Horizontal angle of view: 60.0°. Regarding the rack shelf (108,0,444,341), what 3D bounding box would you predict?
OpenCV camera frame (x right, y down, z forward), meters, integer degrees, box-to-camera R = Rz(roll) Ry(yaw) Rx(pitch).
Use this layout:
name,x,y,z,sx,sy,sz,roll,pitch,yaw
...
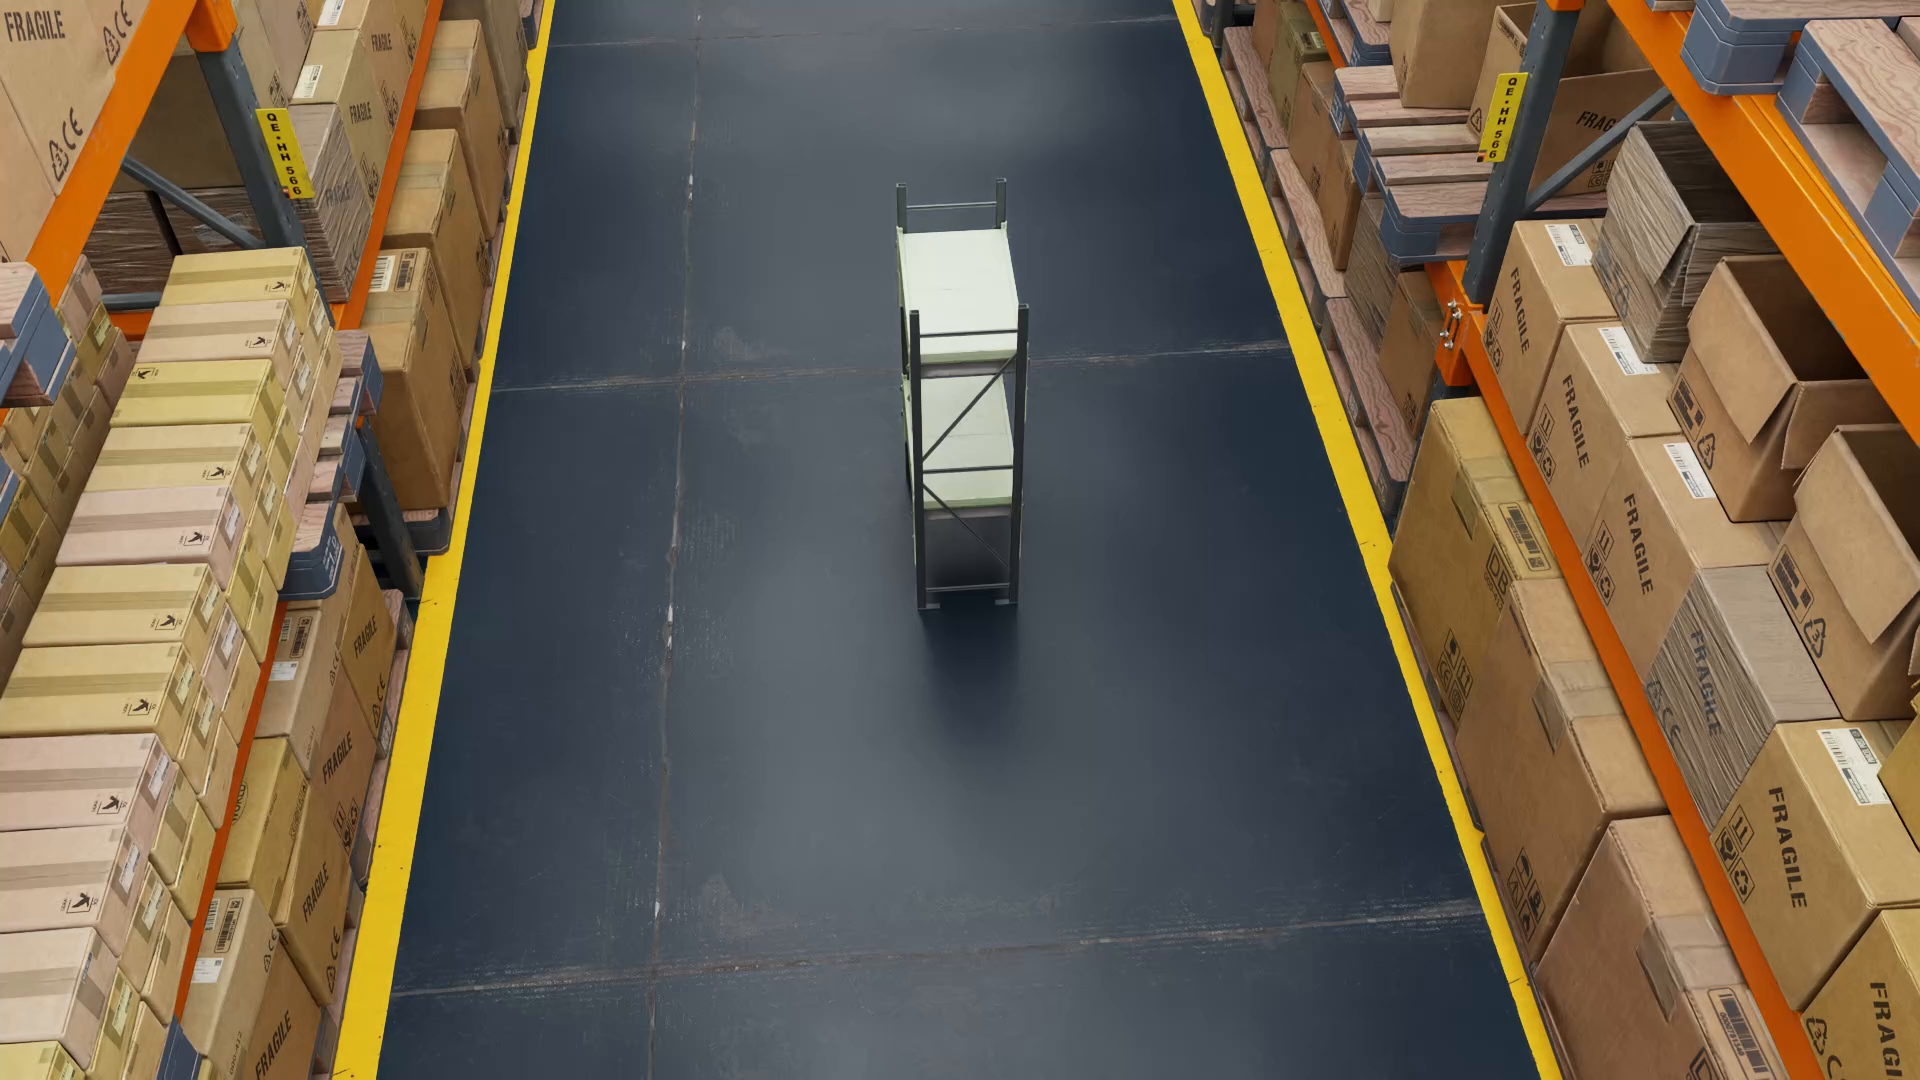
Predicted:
name,x,y,z,sx,sy,sz,roll,pitch,yaw
rack shelf,-2.828,-2.000,7.210,1.077,0.370,4.000,-3,47,-3

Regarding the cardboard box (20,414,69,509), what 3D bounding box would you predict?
name,x,y,z,sx,sy,sz,roll,pitch,yaw
cardboard box,-2.770,-0.210,4.698,0.380,0.149,0.250,-5,47,-5

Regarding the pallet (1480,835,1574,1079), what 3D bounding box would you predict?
name,x,y,z,sx,sy,sz,roll,pitch,yaw
pallet,2.380,1.386,5.429,1.003,0.211,1.213,-3,47,-3

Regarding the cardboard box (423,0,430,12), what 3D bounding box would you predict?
name,x,y,z,sx,sy,sz,roll,pitch,yaw
cardboard box,-2.601,-2.636,7.248,0.500,0.500,0.500,-3,47,-3

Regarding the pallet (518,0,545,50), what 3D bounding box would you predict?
name,x,y,z,sx,sy,sz,roll,pitch,yaw
pallet,-2.981,-3.290,9.857,1.003,0.211,1.213,-3,47,-3

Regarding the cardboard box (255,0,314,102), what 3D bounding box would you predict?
name,x,y,z,sx,sy,sz,roll,pitch,yaw
cardboard box,-2.732,-1.870,5.834,0.700,0.500,0.500,-4,47,-4

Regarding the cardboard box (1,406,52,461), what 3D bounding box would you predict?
name,x,y,z,sx,sy,sz,roll,pitch,yaw
cardboard box,-2.774,-0.345,4.621,0.380,0.149,0.250,-4,47,-4

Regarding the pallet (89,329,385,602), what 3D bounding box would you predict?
name,x,y,z,sx,sy,sz,roll,pitch,yaw
pallet,-2.495,-0.225,5.166,1.213,0.211,1.003,-3,47,-3

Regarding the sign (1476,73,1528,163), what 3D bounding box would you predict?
name,x,y,z,sx,sy,sz,roll,pitch,yaw
sign,1.750,-1.360,5.365,0.100,0.325,0.005,-3,47,-3

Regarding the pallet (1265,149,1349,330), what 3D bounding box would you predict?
name,x,y,z,sx,sy,sz,roll,pitch,yaw
pallet,2.127,-1.516,8.177,1.003,0.211,1.213,-3,47,-3

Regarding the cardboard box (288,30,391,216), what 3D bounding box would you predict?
name,x,y,z,sx,sy,sz,roll,pitch,yaw
cardboard box,-2.475,-1.544,6.214,0.500,0.500,0.500,-4,47,-4

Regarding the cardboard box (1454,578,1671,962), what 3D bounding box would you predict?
name,x,y,z,sx,sy,sz,roll,pitch,yaw
cardboard box,2.394,0.704,5.328,1.225,0.875,0.875,-3,47,-3

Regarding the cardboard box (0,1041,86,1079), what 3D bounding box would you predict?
name,x,y,z,sx,sy,sz,roll,pitch,yaw
cardboard box,-1.949,1.131,3.223,0.380,0.149,0.250,-3,47,-3

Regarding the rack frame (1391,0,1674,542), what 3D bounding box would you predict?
name,x,y,z,sx,sy,sz,roll,pitch,yaw
rack frame,2.290,-1.029,5.795,1.000,3.000,0.127,-3,47,-3

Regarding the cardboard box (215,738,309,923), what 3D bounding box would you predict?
name,x,y,z,sx,sy,sz,roll,pitch,yaw
cardboard box,-2.262,0.869,4.913,0.500,0.250,0.500,-2,47,-2

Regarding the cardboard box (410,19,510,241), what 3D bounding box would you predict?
name,x,y,z,sx,sy,sz,roll,pitch,yaw
cardboard box,-2.777,-1.923,7.902,1.050,0.750,0.750,-3,47,-3

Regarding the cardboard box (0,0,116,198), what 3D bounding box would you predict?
name,x,y,z,sx,sy,sz,roll,pitch,yaw
cardboard box,-2.305,-1.107,3.735,0.500,0.500,0.500,-3,47,-3

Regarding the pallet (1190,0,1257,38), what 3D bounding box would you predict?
name,x,y,z,sx,sy,sz,roll,pitch,yaw
pallet,1.864,-3.448,10.006,1.003,0.211,1.213,-3,47,-3

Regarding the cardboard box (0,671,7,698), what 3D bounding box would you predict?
name,x,y,z,sx,sy,sz,roll,pitch,yaw
cardboard box,-2.711,0.437,4.291,0.380,0.149,0.250,-3,47,-3

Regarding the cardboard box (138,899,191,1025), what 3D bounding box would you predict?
name,x,y,z,sx,sy,sz,roll,pitch,yaw
cardboard box,-1.988,0.976,3.780,0.380,0.149,0.250,-5,47,-5

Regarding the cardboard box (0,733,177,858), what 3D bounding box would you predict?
name,x,y,z,sx,sy,sz,roll,pitch,yaw
cardboard box,-2.010,0.583,3.743,0.380,0.149,0.250,-2,47,-2

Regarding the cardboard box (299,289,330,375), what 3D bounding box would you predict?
name,x,y,z,sx,sy,sz,roll,pitch,yaw
cardboard box,-2.166,-0.631,5.097,0.380,0.149,0.250,-3,47,-2

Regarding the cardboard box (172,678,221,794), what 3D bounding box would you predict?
name,x,y,z,sx,sy,sz,roll,pitch,yaw
cardboard box,-2.034,0.489,4.036,0.380,0.149,0.250,-4,47,-4

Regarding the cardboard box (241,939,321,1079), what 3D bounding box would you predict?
name,x,y,z,sx,sy,sz,roll,pitch,yaw
cardboard box,-2.227,1.497,4.835,0.500,0.500,0.500,-3,47,-3

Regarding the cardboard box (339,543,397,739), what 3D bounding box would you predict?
name,x,y,z,sx,sy,sz,roll,pitch,yaw
cardboard box,-2.345,0.375,5.898,0.500,0.500,0.500,-4,47,-3

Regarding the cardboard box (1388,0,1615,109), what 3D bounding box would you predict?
name,x,y,z,sx,sy,sz,roll,pitch,yaw
cardboard box,2.059,-1.993,6.350,0.700,0.500,0.500,3,47,3

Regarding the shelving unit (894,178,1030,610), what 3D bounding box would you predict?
name,x,y,z,sx,sy,sz,roll,pitch,yaw
shelving unit,-0.001,-0.521,6.347,0.431,1.500,0.755,-3,47,-3

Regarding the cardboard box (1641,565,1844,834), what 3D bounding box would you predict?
name,x,y,z,sx,sy,sz,roll,pitch,yaw
cardboard box,2.192,0.410,4.363,0.500,0.500,0.500,-3,47,-3

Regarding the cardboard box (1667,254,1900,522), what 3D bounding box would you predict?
name,x,y,z,sx,sy,sz,roll,pitch,yaw
cardboard box,2.387,-0.406,4.446,0.797,0.503,0.637,-3,47,-2

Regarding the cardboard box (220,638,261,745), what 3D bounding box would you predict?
name,x,y,z,sx,sy,sz,roll,pitch,yaw
cardboard box,-2.059,0.399,4.326,0.380,0.149,0.250,-2,47,-2

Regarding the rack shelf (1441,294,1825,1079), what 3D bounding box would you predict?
name,x,y,z,sx,sy,sz,roll,pitch,yaw
rack shelf,2.458,0.666,4.685,1.077,0.370,4.000,-3,47,-3

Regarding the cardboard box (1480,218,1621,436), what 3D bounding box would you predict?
name,x,y,z,sx,sy,sz,roll,pitch,yaw
cardboard box,2.060,-0.695,5.410,0.500,0.500,0.500,-2,47,-2

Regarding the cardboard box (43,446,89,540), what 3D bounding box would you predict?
name,x,y,z,sx,sy,sz,roll,pitch,yaw
cardboard box,-2.779,-0.133,4.830,0.380,0.149,0.250,-1,47,-1

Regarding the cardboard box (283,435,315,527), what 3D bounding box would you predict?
name,x,y,z,sx,sy,sz,roll,pitch,yaw
cardboard box,-2.120,-0.163,4.859,0.380,0.149,0.250,-3,47,-3

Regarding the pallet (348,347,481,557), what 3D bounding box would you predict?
name,x,y,z,sx,sy,sz,roll,pitch,yaw
pallet,-2.652,-0.416,7.135,1.003,0.211,1.213,-3,47,-3

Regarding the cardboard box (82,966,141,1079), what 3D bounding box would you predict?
name,x,y,z,sx,sy,sz,roll,pitch,yaw
cardboard box,-1.969,1.058,3.497,0.380,0.149,0.250,-5,47,-5

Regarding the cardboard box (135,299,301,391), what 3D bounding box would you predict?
name,x,y,z,sx,sy,sz,roll,pitch,yaw
cardboard box,-2.144,-0.554,4.820,0.380,0.149,0.250,-4,47,-4

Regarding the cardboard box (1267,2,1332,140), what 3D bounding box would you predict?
name,x,y,z,sx,sy,sz,roll,pitch,yaw
cardboard box,2.007,-2.423,8.534,0.700,0.500,0.500,-4,47,-4

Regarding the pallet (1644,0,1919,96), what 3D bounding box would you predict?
name,x,y,z,sx,sy,sz,roll,pitch,yaw
pallet,2.397,-1.532,4.336,1.213,0.211,1.003,-2,47,-1

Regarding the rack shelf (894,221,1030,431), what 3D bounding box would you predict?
name,x,y,z,sx,sy,sz,roll,pitch,yaw
rack shelf,-0.001,-0.789,6.063,0.431,0.370,0.720,-3,47,-3

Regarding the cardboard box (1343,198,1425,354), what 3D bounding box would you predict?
name,x,y,z,sx,sy,sz,roll,pitch,yaw
cardboard box,2.155,-1.204,7.380,0.700,0.500,0.500,-7,47,-7

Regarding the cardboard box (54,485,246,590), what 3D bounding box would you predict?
name,x,y,z,sx,sy,sz,roll,pitch,yaw
cardboard box,-2.082,0.003,4.292,0.380,0.149,0.250,-3,47,-3

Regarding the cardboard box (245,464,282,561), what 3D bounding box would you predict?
name,x,y,z,sx,sy,sz,roll,pitch,yaw
cardboard box,-2.097,-0.067,4.562,0.380,0.149,0.250,-3,47,-3
